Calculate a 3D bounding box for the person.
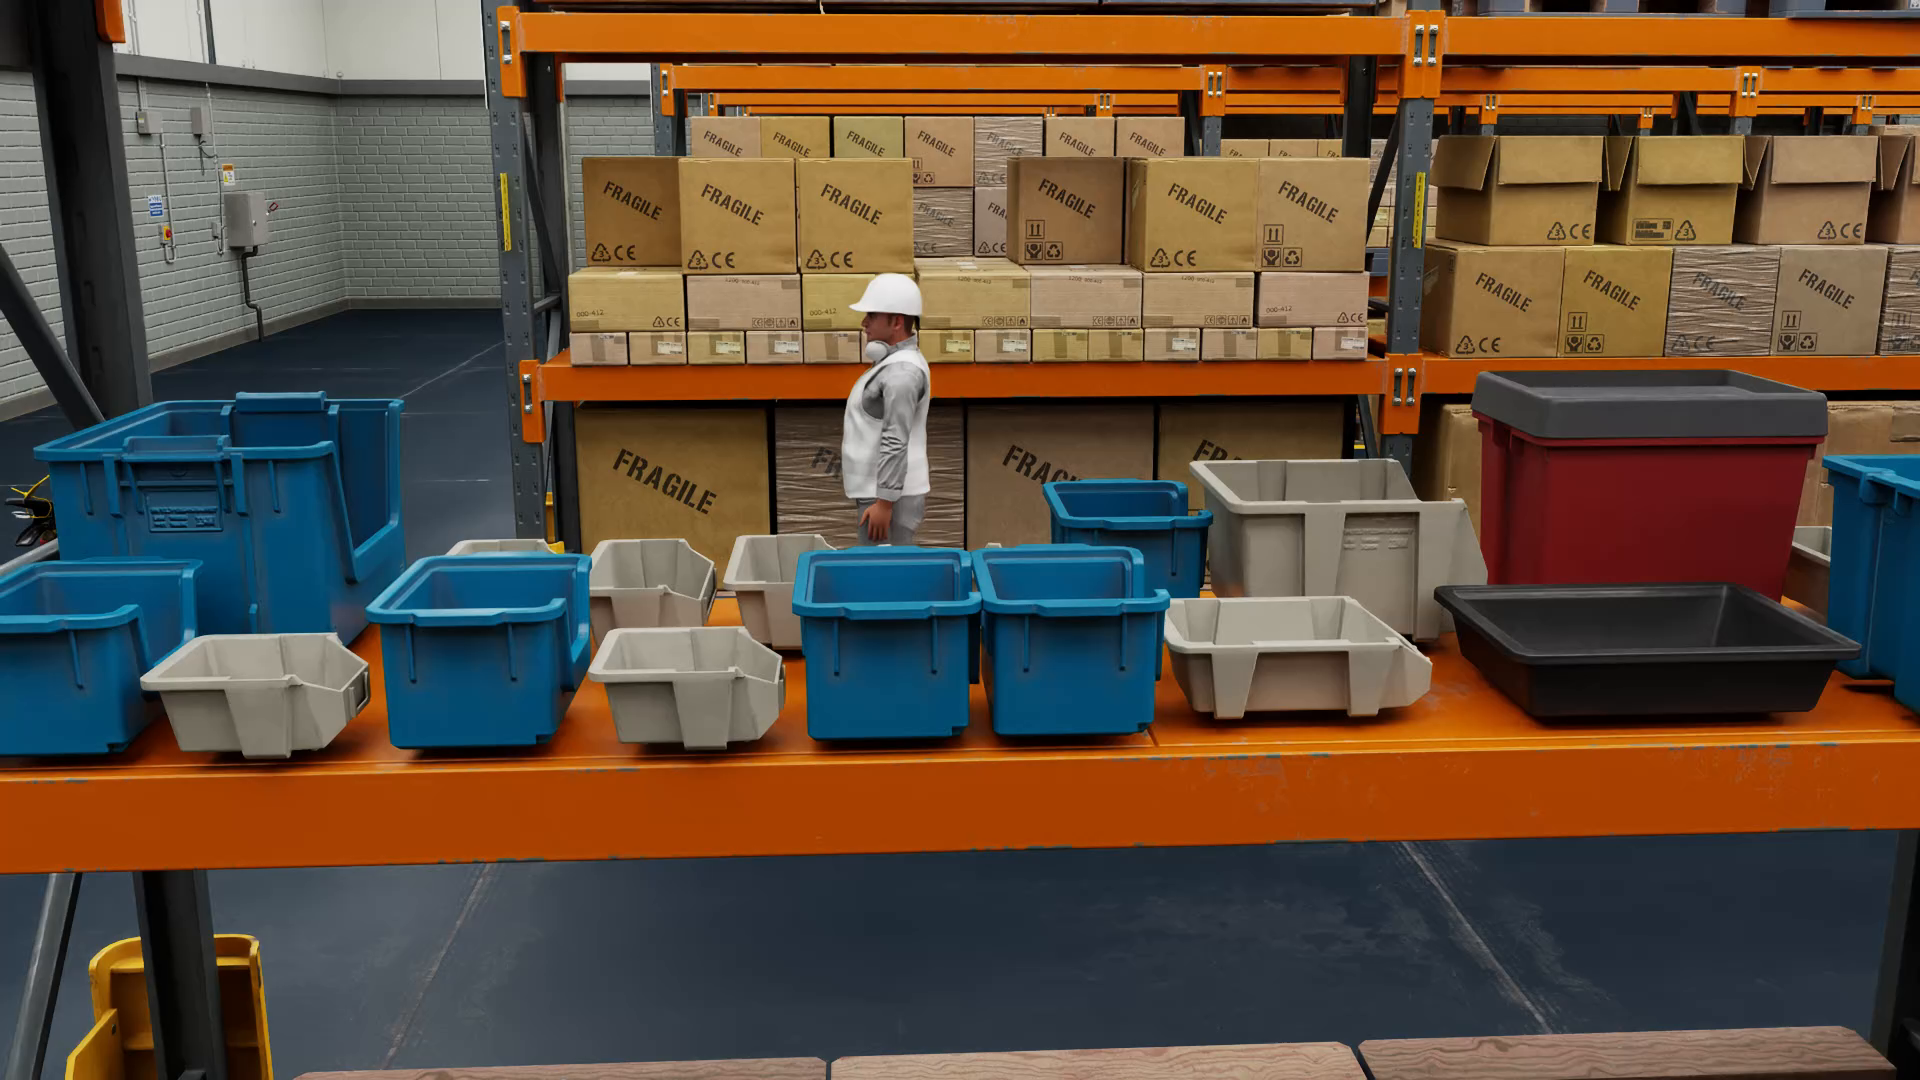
[{"bbox_3d":[-0.295,-0.187,6.731,0.359,1.767,0.531,-1,13,-2],"label":"person"}]
